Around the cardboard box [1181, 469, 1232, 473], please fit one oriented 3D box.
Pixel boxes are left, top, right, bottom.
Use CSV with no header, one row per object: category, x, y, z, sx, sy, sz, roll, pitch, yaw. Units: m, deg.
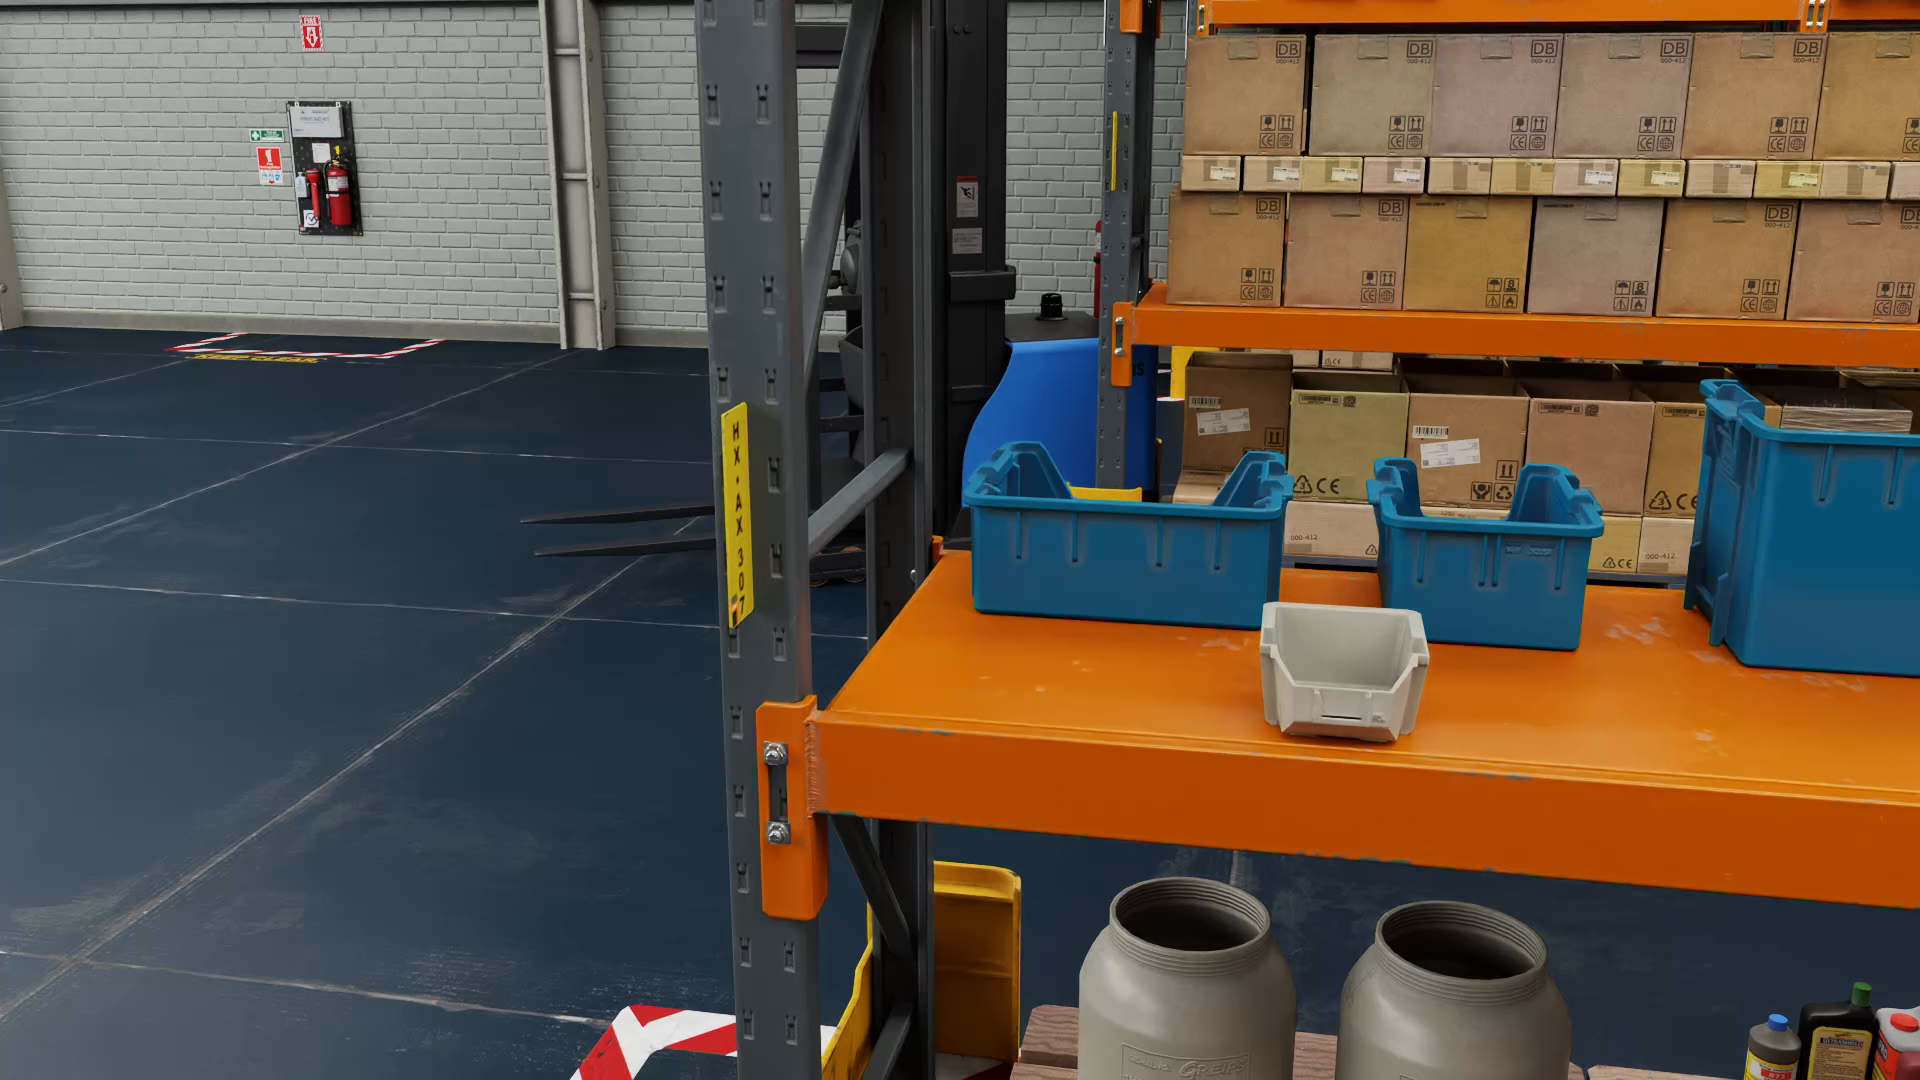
cardboard box,1.357,-0.268,8.206,0.500,0.250,0.500,3,16,11

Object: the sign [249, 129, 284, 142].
sign,-6.198,-3.614,14.862,0.331,0.109,0.001,3,16,11

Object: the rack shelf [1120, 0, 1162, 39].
rack shelf,2.733,-2.335,7.030,4.000,0.370,1.077,3,16,11

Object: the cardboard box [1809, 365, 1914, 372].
cardboard box,6.401,-1.398,11.779,0.500,0.500,0.700,4,16,13

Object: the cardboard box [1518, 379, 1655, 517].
cardboard box,2.723,-0.414,7.326,0.500,0.500,0.500,3,16,11

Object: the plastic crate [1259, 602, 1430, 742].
plastic crate,0.595,0.212,2.601,0.250,0.136,0.298,3,16,11

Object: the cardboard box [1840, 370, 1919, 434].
cardboard box,4.300,-0.475,7.546,0.500,0.500,0.500,3,16,11

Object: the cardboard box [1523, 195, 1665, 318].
cardboard box,2.745,-1.281,7.309,0.500,0.500,0.700,4,16,13

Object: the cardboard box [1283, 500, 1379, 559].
cardboard box,1.745,-0.107,7.624,0.500,0.250,0.500,3,16,11

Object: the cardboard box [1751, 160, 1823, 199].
cardboard box,3.387,-1.503,6.898,0.250,0.149,0.380,3,16,11

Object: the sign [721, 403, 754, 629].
sign,-0.332,-0.036,2.486,0.005,0.325,0.100,3,16,11

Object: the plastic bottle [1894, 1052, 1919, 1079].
plastic bottle,1.890,1.082,3.232,0.133,0.283,0.061,3,16,11

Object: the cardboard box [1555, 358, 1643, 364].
cardboard box,4.651,-1.478,12.066,0.500,0.500,0.500,2,16,7

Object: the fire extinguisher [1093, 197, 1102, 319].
fire extinguisher,0.749,-1.433,8.190,0.183,0.674,0.296,3,16,11

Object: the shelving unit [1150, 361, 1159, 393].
shelving unit,0.758,-0.537,8.304,0.210,0.900,0.258,6,29,-12

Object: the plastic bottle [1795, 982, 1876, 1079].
plastic bottle,1.787,1.035,3.402,0.133,0.283,0.061,4,16,12

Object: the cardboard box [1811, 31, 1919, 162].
cardboard box,3.761,-1.851,6.939,0.500,0.500,0.700,3,16,11

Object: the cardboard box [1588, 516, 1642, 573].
cardboard box,2.724,-0.053,7.427,0.500,0.250,0.500,3,16,11

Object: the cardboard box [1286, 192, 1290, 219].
cardboard box,2.171,-2.467,12.021,0.500,0.250,0.500,3,16,9

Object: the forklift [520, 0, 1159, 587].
forklift,-0.589,-1.355,7.892,3.031,2.935,1.130,-6,16,-19

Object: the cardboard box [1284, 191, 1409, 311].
cardboard box,1.743,-1.336,7.507,0.500,0.500,0.700,4,16,13

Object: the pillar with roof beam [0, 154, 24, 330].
pillar with roof beam,-10.003,-5.231,10.518,0.400,9.000,9.100,3,16,11

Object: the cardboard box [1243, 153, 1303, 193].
cardboard box,1.374,-1.613,7.292,0.250,0.149,0.380,3,16,10

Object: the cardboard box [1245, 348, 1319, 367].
cardboard box,2.416,-1.494,12.480,0.500,0.311,0.500,1,16,5

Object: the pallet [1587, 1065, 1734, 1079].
pallet,1.853,1.399,3.046,1.213,0.211,1.003,3,16,11

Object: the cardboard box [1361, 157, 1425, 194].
cardboard box,1.865,-1.585,7.192,0.250,0.149,0.380,3,16,10

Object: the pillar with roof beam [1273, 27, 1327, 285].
pillar with roof beam,1.757,-4.592,8.214,0.400,9.000,9.100,3,16,11

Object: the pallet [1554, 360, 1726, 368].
pallet,5.011,-1.108,12.097,1.213,0.211,1.003,3,16,11

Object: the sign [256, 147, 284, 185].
sign,-6.200,-3.362,14.942,0.234,0.329,0.001,3,16,11

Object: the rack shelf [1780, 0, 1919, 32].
rack shelf,7.636,-3.418,10.941,4.000,0.370,1.077,3,16,11

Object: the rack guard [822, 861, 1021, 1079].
rack guard,-0.134,1.150,3.405,0.348,0.500,1.175,3,16,11

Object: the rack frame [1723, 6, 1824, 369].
rack frame,5.676,-2.426,11.630,0.127,3.000,1.000,3,16,11

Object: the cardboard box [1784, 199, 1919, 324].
cardboard box,3.738,-1.226,7.112,0.500,0.500,0.700,3,16,11

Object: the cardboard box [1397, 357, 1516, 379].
cardboard box,2.340,-0.581,7.930,0.500,0.500,0.500,3,16,11

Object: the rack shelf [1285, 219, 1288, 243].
rack shelf,3.716,-2.185,12.110,4.000,0.370,1.077,3,16,11

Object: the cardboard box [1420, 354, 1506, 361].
cardboard box,3.684,-1.503,12.157,0.500,0.500,0.700,2,16,8

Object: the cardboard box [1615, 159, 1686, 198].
cardboard box,2.879,-1.530,6.994,0.250,0.149,0.380,4,16,13

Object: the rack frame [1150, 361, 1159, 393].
rack frame,0.857,-0.526,8.324,0.006,0.900,0.240,6,29,-12

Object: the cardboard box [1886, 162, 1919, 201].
cardboard box,3.884,-1.476,6.798,0.250,0.149,0.380,3,16,9

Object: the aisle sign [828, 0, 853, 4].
aisle sign,-0.229,-1.381,2.989,0.004,0.787,0.394,3,16,11

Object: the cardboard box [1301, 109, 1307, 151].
cardboard box,2.647,-2.804,11.835,0.500,0.500,0.500,3,16,11

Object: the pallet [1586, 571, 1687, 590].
pallet,2.722,0.097,7.747,1.213,0.211,1.003,3,16,11

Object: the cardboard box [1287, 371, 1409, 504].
cardboard box,1.744,-0.468,7.522,0.500,0.500,0.500,3,16,11

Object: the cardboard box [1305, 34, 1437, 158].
cardboard box,1.796,-1.958,7.324,0.500,0.500,0.700,3,16,10

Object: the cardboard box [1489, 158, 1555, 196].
cardboard box,2.377,-1.558,7.095,0.250,0.149,0.380,3,16,10

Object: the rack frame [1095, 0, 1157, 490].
rack frame,0.773,-1.342,7.719,0.127,3.000,1.000,3,16,11

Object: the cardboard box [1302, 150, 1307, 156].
cardboard box,1.693,-1.705,7.627,0.250,0.149,0.380,3,16,10

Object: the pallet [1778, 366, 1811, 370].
pallet,6.439,-1.041,11.854,1.213,0.211,1.003,3,16,11

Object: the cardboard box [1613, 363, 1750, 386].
cardboard box,3.321,-0.528,7.738,0.500,0.500,0.500,3,16,11

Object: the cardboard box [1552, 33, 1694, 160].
cardboard box,2.781,-1.905,7.132,0.500,0.500,0.700,3,16,11

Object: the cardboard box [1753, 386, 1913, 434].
cardboard box,3.707,-0.365,7.151,0.500,0.500,0.500,3,16,11

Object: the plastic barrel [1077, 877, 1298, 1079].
plastic barrel,0.442,0.965,3.263,0.421,0.512,0.421,0,15,0

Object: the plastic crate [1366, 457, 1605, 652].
plastic crate,0.967,0.009,3.118,0.408,0.251,0.499,3,16,11
